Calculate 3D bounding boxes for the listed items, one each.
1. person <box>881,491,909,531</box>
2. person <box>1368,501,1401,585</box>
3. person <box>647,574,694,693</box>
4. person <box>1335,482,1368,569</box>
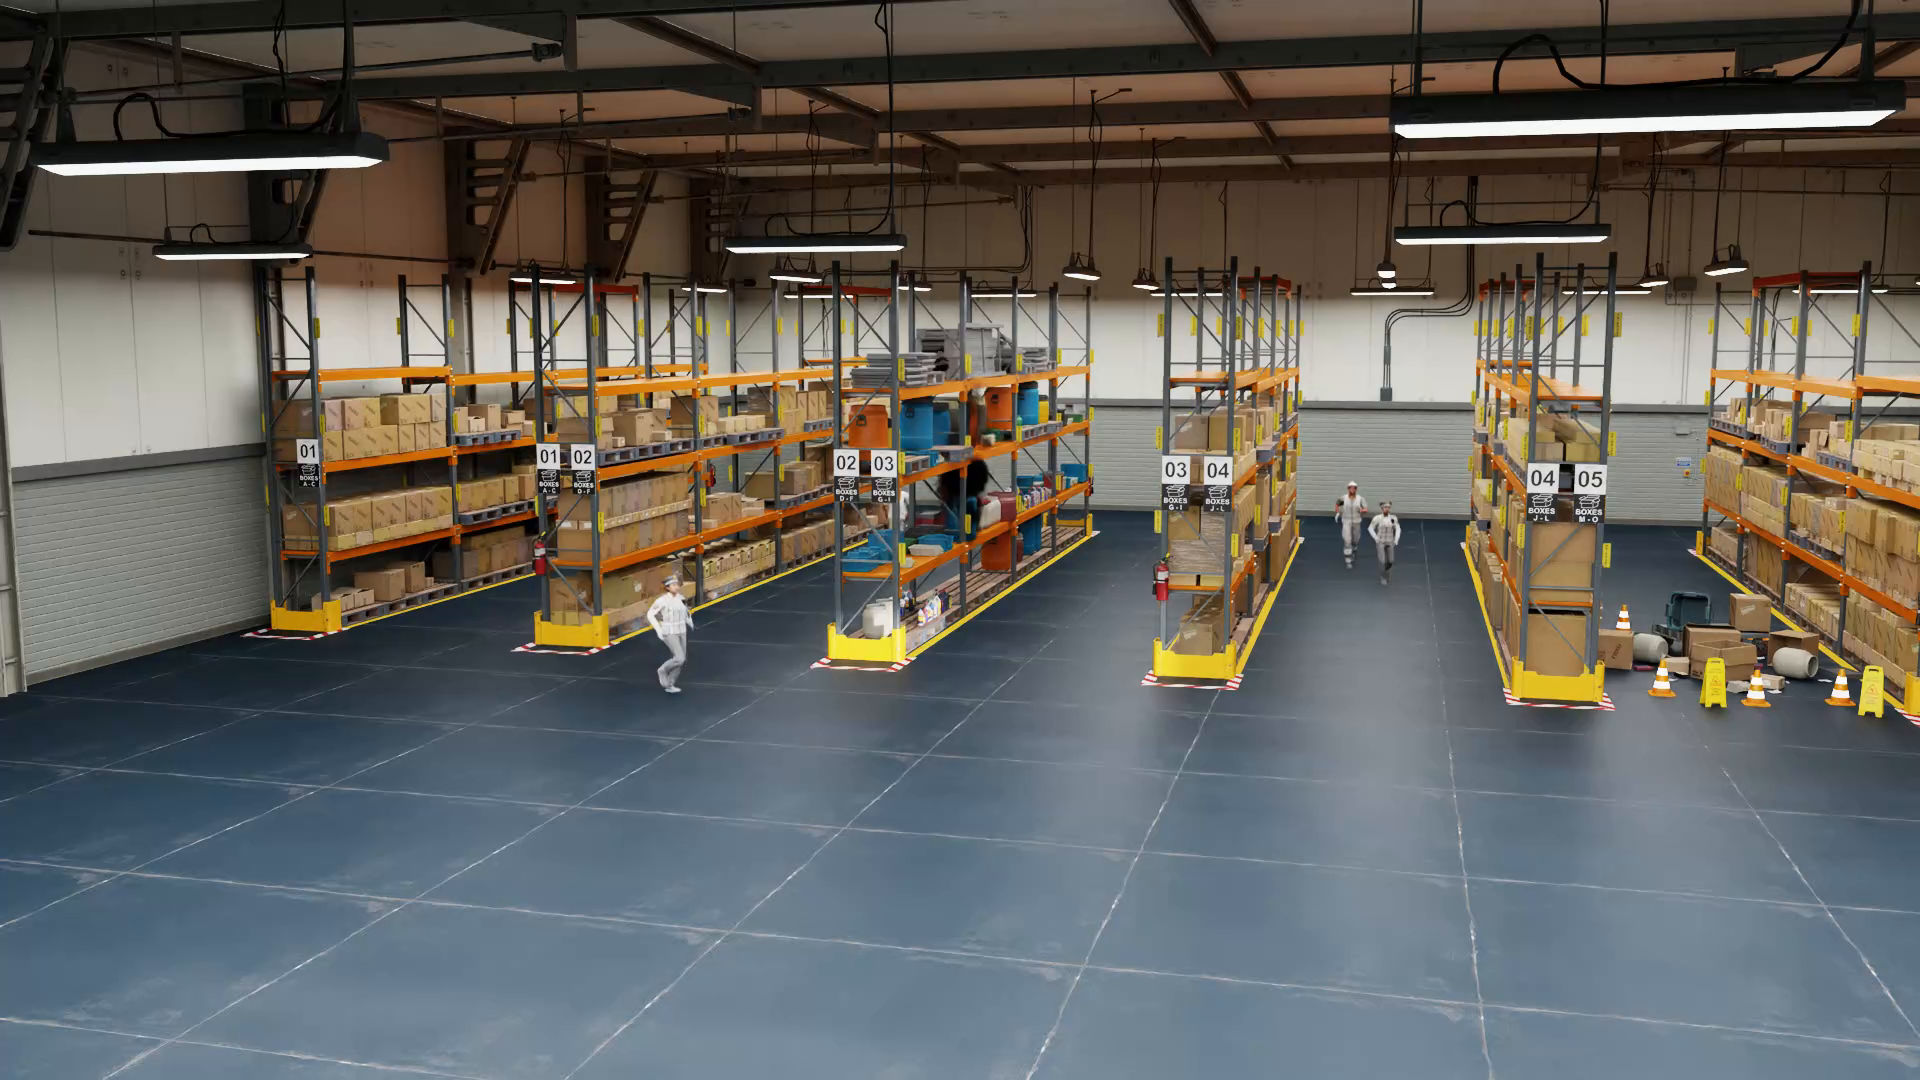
[{"bbox_3d":[-1.381,-0.477,36.598,0.736,1.725,0.611,1,7,8],"label":"person"},{"bbox_3d":[8.337,0.040,32.687,0.639,1.662,0.550,1,7,6],"label":"person"},{"bbox_3d":[-3.896,1.292,22.835,0.550,1.650,0.613,6,9,39],"label":"person"},{"bbox_3d":[8.204,-0.335,34.857,0.659,1.781,0.991,1,7,6],"label":"person"}]
